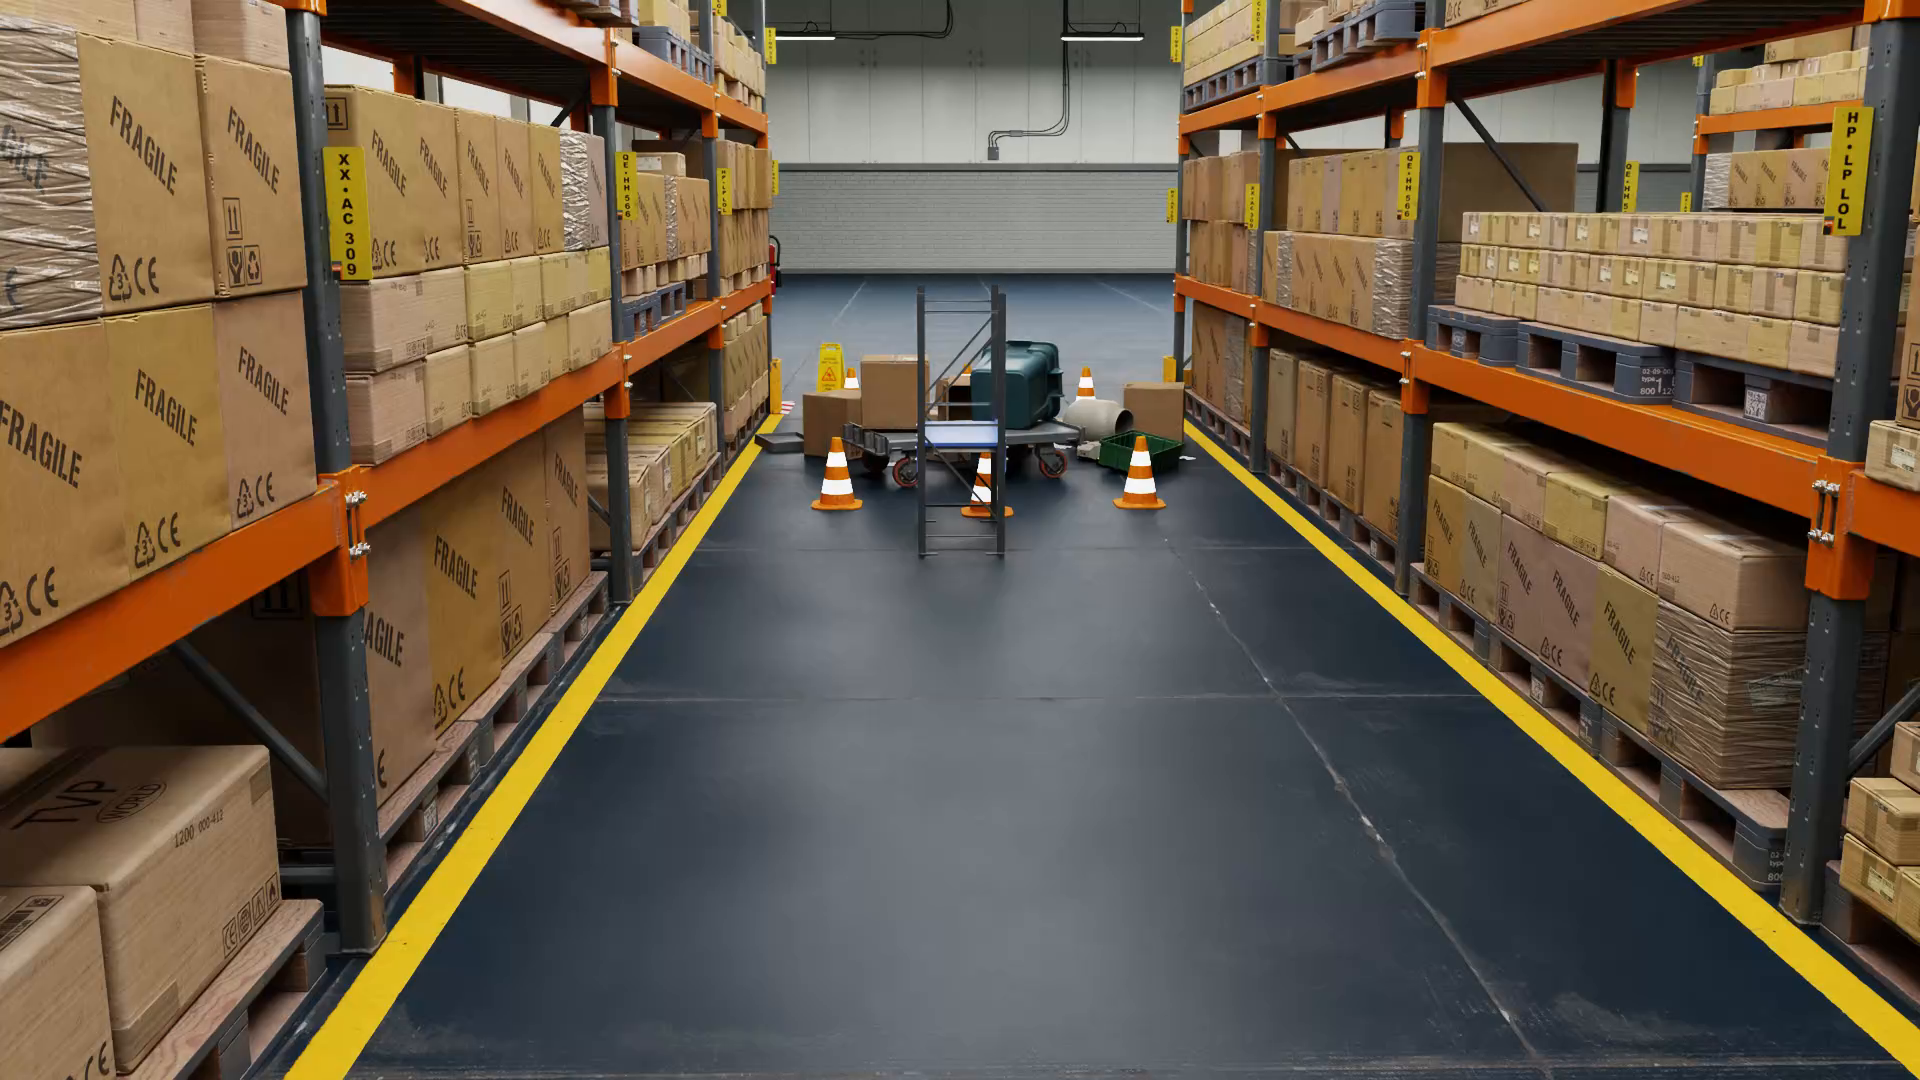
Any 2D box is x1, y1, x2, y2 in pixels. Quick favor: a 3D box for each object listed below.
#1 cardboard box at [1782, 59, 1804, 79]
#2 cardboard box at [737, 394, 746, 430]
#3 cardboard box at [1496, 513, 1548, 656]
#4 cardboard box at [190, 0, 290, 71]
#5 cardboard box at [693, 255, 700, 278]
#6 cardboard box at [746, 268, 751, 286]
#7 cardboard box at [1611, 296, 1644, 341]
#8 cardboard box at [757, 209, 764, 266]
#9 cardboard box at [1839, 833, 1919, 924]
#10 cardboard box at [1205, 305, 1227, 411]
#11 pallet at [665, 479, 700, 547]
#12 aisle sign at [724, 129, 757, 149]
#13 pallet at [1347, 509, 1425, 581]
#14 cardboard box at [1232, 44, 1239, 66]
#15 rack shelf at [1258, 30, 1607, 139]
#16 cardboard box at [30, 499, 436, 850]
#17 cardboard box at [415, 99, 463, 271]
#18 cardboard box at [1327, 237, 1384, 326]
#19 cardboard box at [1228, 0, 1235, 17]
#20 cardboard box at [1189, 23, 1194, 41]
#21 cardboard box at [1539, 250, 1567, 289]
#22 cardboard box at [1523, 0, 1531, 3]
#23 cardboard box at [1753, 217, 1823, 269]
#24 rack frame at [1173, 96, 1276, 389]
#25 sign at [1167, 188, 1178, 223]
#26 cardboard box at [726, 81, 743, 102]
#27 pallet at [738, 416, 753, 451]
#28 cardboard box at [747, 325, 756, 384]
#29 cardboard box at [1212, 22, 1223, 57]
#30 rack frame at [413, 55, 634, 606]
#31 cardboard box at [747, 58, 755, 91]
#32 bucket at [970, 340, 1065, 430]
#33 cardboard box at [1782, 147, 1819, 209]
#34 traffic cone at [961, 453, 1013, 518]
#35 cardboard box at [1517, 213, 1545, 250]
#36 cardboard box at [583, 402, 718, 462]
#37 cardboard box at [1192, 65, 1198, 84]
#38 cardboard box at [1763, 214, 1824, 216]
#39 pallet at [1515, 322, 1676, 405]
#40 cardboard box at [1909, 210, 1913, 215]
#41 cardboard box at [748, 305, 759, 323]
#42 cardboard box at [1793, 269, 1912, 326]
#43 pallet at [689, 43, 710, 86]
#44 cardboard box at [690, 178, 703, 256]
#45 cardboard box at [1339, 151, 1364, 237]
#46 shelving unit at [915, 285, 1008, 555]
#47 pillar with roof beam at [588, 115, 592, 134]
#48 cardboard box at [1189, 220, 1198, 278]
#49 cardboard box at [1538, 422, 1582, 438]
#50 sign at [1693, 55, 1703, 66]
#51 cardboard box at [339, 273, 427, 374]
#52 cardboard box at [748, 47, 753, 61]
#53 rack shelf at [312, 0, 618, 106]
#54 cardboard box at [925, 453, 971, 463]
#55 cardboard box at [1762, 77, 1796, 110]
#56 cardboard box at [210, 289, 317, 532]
[{"bbox_3d":[7.339,-4.055,14.333,0.380,0.149,0.250,-1,11,-4],"label":"cardboard box"},{"bbox_3d":[-2.018,-1.024,13.424,0.500,0.250,0.500,0,11,2],"label":"cardboard box"},{"bbox_3d":[2.565,0.176,6.879,0.500,0.500,0.500,-1,11,-3],"label":"cardboard box"},{"bbox_3d":[-1.763,-1.149,3.778,0.380,0.149,0.250,0,11,-2],"label":"cardboard box"},{"bbox_3d":[-1.938,-1.820,11.060,0.380,0.149,0.250,0,11,-2],"label":"cardboard box"},{"bbox_3d":[-2.018,-2.286,14.416,0.380,0.149,0.250,0,11,-2],"label":"cardboard box"},{"bbox_3d":[2.623,-0.812,6.091,0.380,0.149,0.250,0,11,1],"label":"cardboard box"},{"bbox_3d":[-2.044,-2.725,14.949,0.500,0.500,0.500,0,11,-1],"label":"cardboard box"},{"bbox_3d":[2.545,0.873,4.325,0.380,0.149,0.250,-1,11,-4],"label":"cardboard box"},{"bbox_3d":[2.711,-1.632,14.849,0.875,0.875,0.875,0,11,-2],"label":"cardboard box"},{"bbox_3d":[-2.208,-0.177,10.402,1.003,0.211,1.213,0,11,-1],"label":"pallet"},{"bbox_3d":[-2.047,-4.024,15.813,0.394,0.787,0.004,0,11,-1],"label":"aisle sign"},{"bbox_3d":[2.835,0.023,9.417,1.003,0.211,1.213,0,11,-1],"label":"pallet"},{"bbox_3d":[2.349,-3.807,13.061,0.380,0.149,0.250,0,11,-1],"label":"cardboard box"},{"bbox_3d":[2.735,-2.702,10.099,1.077,0.370,4.000,0,11,-1],"label":"rack shelf"},{"bbox_3d":[-2.181,0.361,5.023,0.875,0.875,0.875,0,11,1],"label":"cardboard box"},{"bbox_3d":[-1.848,-1.080,5.073,0.500,0.500,0.500,0,11,-1],"label":"cardboard box"},{"bbox_3d":[2.479,-1.523,9.771,0.500,0.500,0.500,0,11,-2],"label":"cardboard box"},{"bbox_3d":[2.346,-4.248,13.226,0.380,0.149,0.250,0,11,-1],"label":"cardboard box"},{"bbox_3d":[2.304,-4.652,15.221,0.380,0.149,0.250,0,11,-1],"label":"cardboard box"},{"bbox_3d":[2.612,-1.112,6.824,0.380,0.149,0.250,0,11,-1],"label":"cardboard box"},{"bbox_3d":[2.555,-2.393,6.513,0.500,0.500,0.500,0,11,-1],"label":"cardboard box"},{"bbox_3d":[2.649,-0.899,5.023,0.380,0.149,0.250,-1,11,-3],"label":"cardboard box"},{"bbox_3d":[2.611,-2.777,16.205,1.000,3.000,0.127,0,11,-1],"label":"rack frame"},{"bbox_3d":[2.056,-3.239,16.105,0.100,0.325,0.005,0,11,-1],"label":"sign"},{"bbox_3d":[-1.953,-3.608,13.388,0.380,0.149,0.250,0,11,-2],"label":"cardboard box"},{"bbox_3d":[-2.331,-0.952,14.219,1.003,0.211,1.213,0,11,-1],"label":"pallet"},{"bbox_3d":[-2.041,-1.600,14.377,0.500,0.500,0.500,-1,11,-2],"label":"cardboard box"},{"bbox_3d":[2.397,-4.177,13.879,0.500,0.250,0.500,0,11,-1],"label":"cardboard box"},{"bbox_3d":[-2.171,-1.147,8.167,1.000,3.000,0.127,0,11,-1],"label":"rack frame"},{"bbox_3d":[-2.031,-3.976,14.195,0.500,0.250,0.500,0,11,0],"label":"cardboard box"},{"bbox_3d":[0.386,-1.140,12.546,0.726,0.611,0.620,4,22,18],"label":"bucket"},{"bbox_3d":[7.342,-3.054,14.053,0.500,0.500,0.500,0,11,-1],"label":"cardboard box"},{"bbox_3d":[0.178,-0.404,10.888,0.336,0.463,0.334,0,11,-1],"label":"traffic cone"},{"bbox_3d":[2.606,-1.314,7.070,0.380,0.149,0.250,-1,11,-4],"label":"cardboard box"},{"bbox_3d":[-2.240,-0.756,11.792,0.950,0.372,0.625,0,11,0],"label":"cardboard box"},{"bbox_3d":[2.308,-4.209,15.042,0.380,0.149,0.250,0,11,-1],"label":"cardboard box"},{"bbox_3d":[3.274,-1.157,6.297,0.380,0.149,0.250,0,11,1],"label":"cardboard box"},{"bbox_3d":[2.858,-0.700,6.446,1.003,0.211,1.213,0,11,-1],"label":"pallet"},{"bbox_3d":[7.707,-2.267,12.689,0.875,0.500,0.500,0,11,-1],"label":"cardboard box"},{"bbox_3d":[-1.982,-2.000,14.714,0.380,0.149,0.250,0,11,0],"label":"cardboard box"},{"bbox_3d":[2.653,-0.699,4.786,0.380,0.149,0.250,0,11,1],"label":"cardboard box"},{"bbox_3d":[-2.347,-3.197,11.199,1.213,0.211,1.003,0,11,-1],"label":"pallet"},{"bbox_3d":[-2.003,-2.153,11.071,0.500,0.500,0.500,0,11,-1],"label":"cardboard box"},{"bbox_3d":[2.742,-2.119,10.196,0.700,0.500,0.500,0,11,-2],"label":"cardboard box"},{"bbox_3d":[-0.002,-0.752,9.994,0.538,1.500,1.048,0,11,-1],"label":"shelving unit"},{"bbox_3d":[-4.377,-10.302,38.207,9.100,9.000,0.548,0,11,-1],"label":"pillar with roof beam"},{"bbox_3d":[2.664,-2.777,15.827,0.875,0.550,0.550,0,11,-1],"label":"cardboard box"},{"bbox_3d":[3.053,-0.400,7.833,0.500,0.250,0.500,-1,11,-2],"label":"cardboard box"},{"bbox_3d":[7.030,-4.674,15.810,0.100,0.325,0.005,0,11,-1],"label":"sign"},{"bbox_3d":[-1.815,-0.612,4.649,0.500,0.250,0.500,-1,11,-3],"label":"cardboard box"},{"bbox_3d":[-2.043,-4.307,14.824,0.380,0.149,0.250,0,11,-2],"label":"cardboard box"},{"bbox_3d":[-2.129,-1.867,5.980,1.077,0.370,4.000,0,11,-1],"label":"rack shelf"},{"bbox_3d":[-0.124,-0.773,13.200,0.258,0.266,0.396,-10,15,-40],"label":"cardboard box"},{"bbox_3d":[7.347,-3.876,14.455,0.500,0.250,0.500,0,11,-1],"label":"cardboard box"},{"bbox_3d":[-1.823,-0.309,3.788,0.500,0.500,0.500,0,11,-1],"label":"cardboard box"}]
